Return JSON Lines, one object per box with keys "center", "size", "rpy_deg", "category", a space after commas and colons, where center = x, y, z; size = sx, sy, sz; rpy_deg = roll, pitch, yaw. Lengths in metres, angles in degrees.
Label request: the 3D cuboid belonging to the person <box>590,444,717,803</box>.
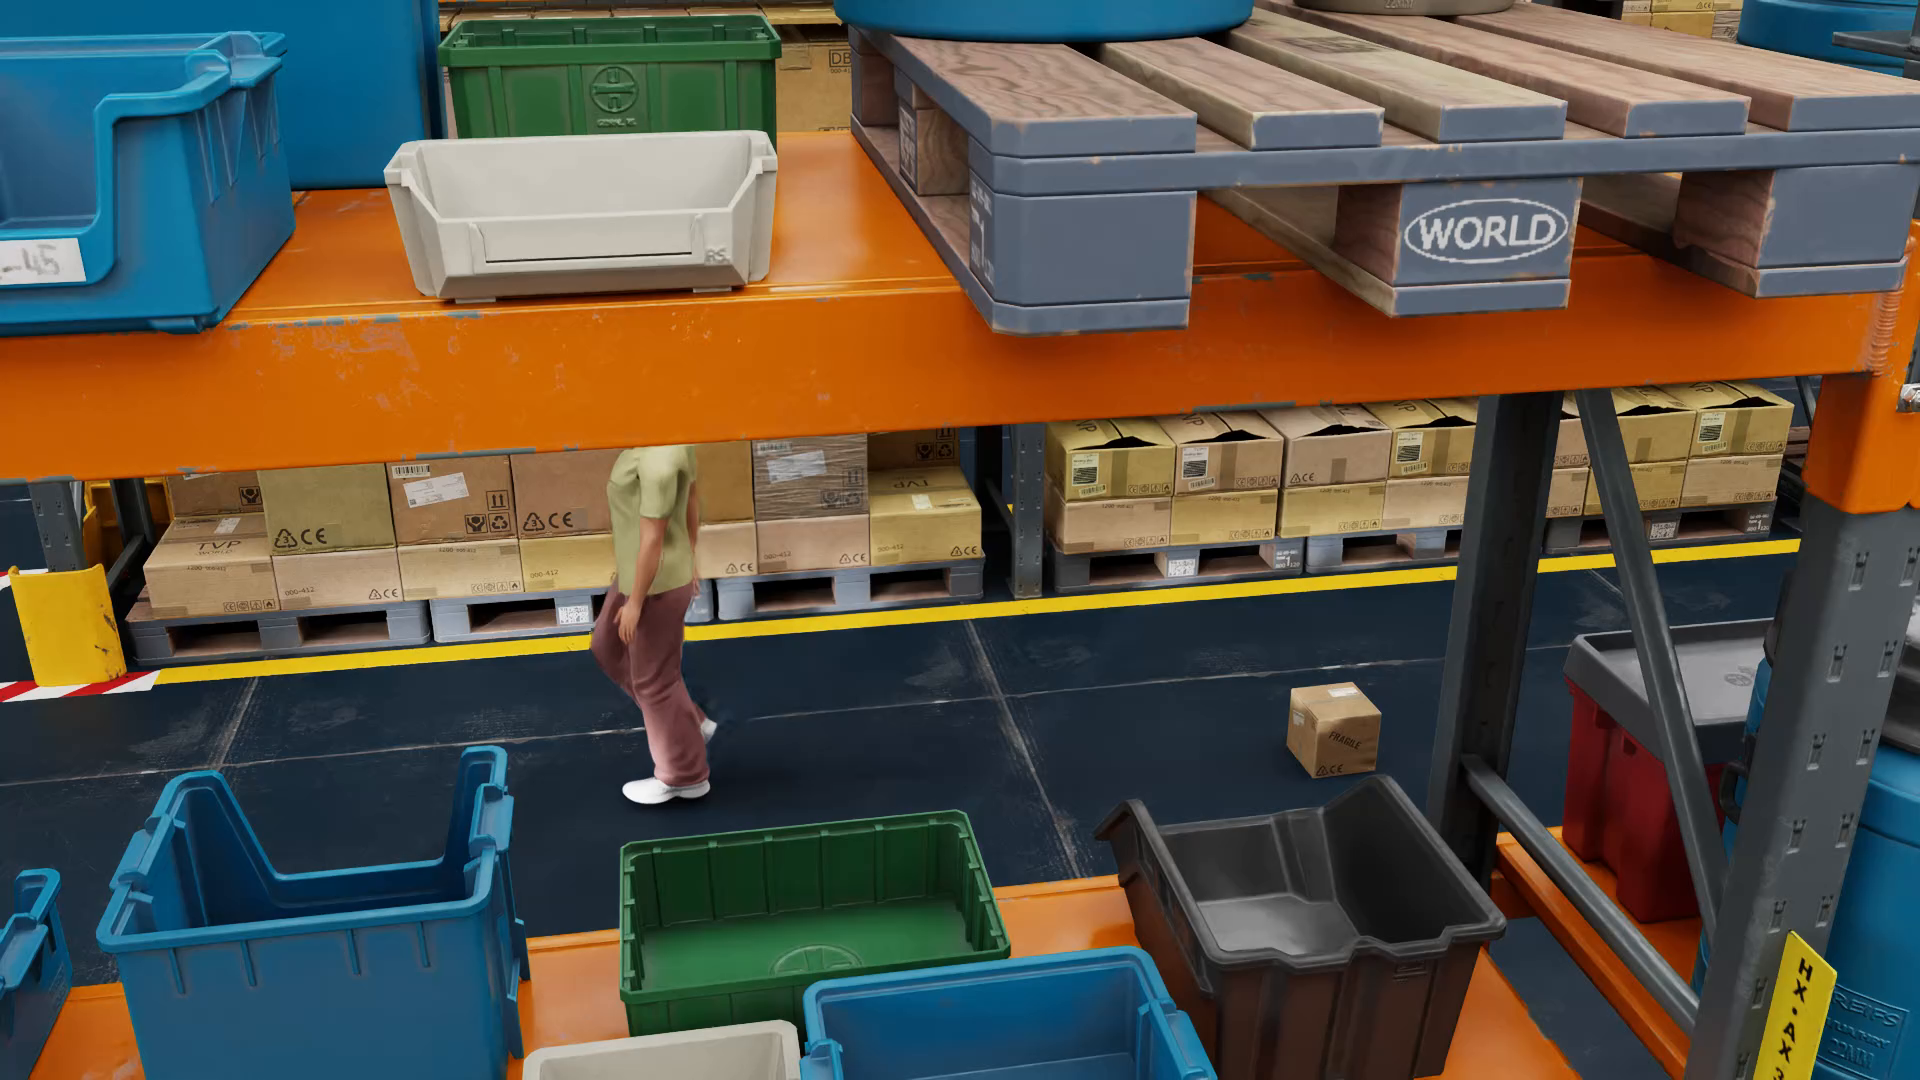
{"center": [-1.067, 0.155, 5.699], "size": [0.467, 1.676, 0.448], "rpy_deg": [-2, 24, -5], "category": "person"}
